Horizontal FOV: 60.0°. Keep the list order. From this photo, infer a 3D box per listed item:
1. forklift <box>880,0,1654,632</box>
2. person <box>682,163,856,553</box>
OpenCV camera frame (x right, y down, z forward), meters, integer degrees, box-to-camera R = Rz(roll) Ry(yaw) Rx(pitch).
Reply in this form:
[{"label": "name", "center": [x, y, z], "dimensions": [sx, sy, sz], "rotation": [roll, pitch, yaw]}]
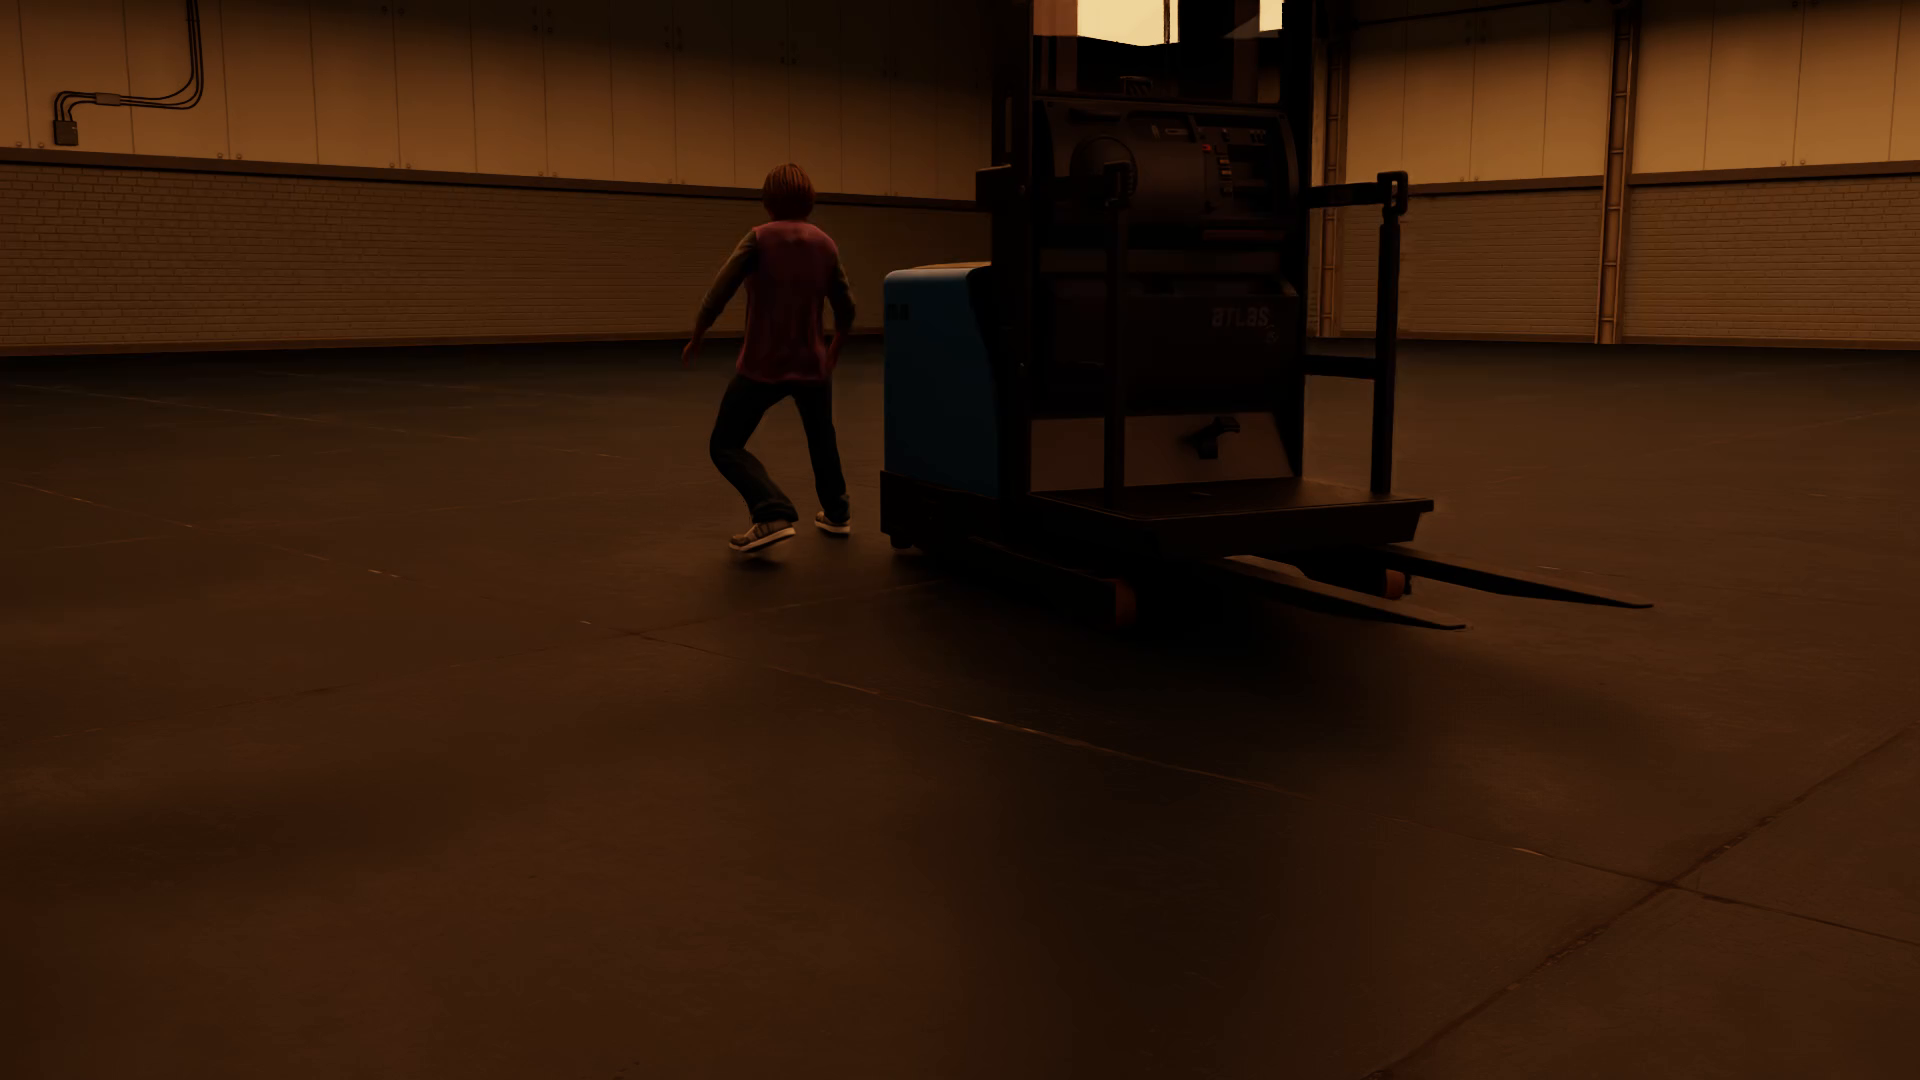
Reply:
[{"label": "forklift", "center": [0.782, -1.250, 5.176], "dimensions": [1.130, 2.935, 3.031], "rotation": [-4, 9, -25]}, {"label": "person", "center": [-0.704, -0.709, 6.475], "dimensions": [0.743, 1.458, 0.742], "rotation": [-4, 10, -27]}]
